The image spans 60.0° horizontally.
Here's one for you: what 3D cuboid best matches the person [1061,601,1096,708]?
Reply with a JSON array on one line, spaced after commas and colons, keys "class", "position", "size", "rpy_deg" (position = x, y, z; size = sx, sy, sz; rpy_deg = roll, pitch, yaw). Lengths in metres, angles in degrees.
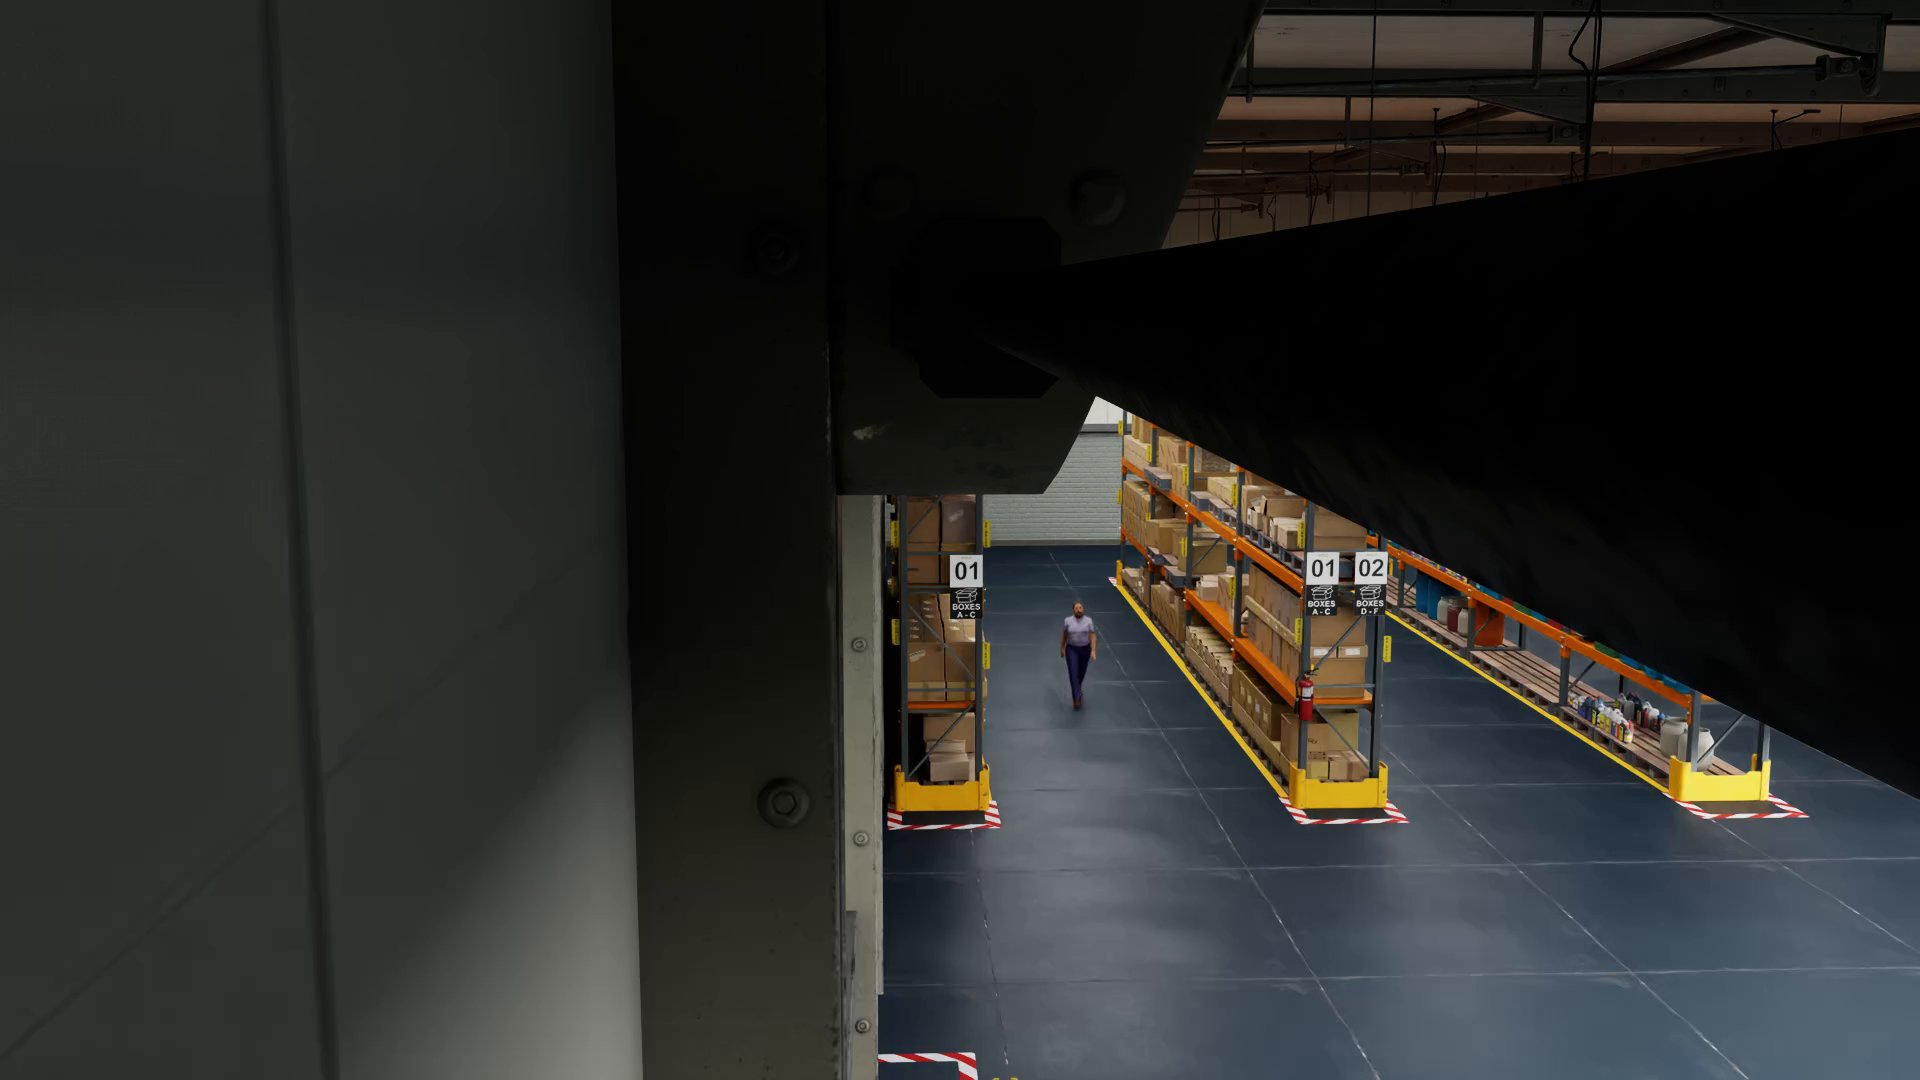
[{"class": "person", "position": [1.860, 1.737, 25.841], "size": [0.482, 1.568, 1.052], "rpy_deg": [-2, 9, -11]}]
